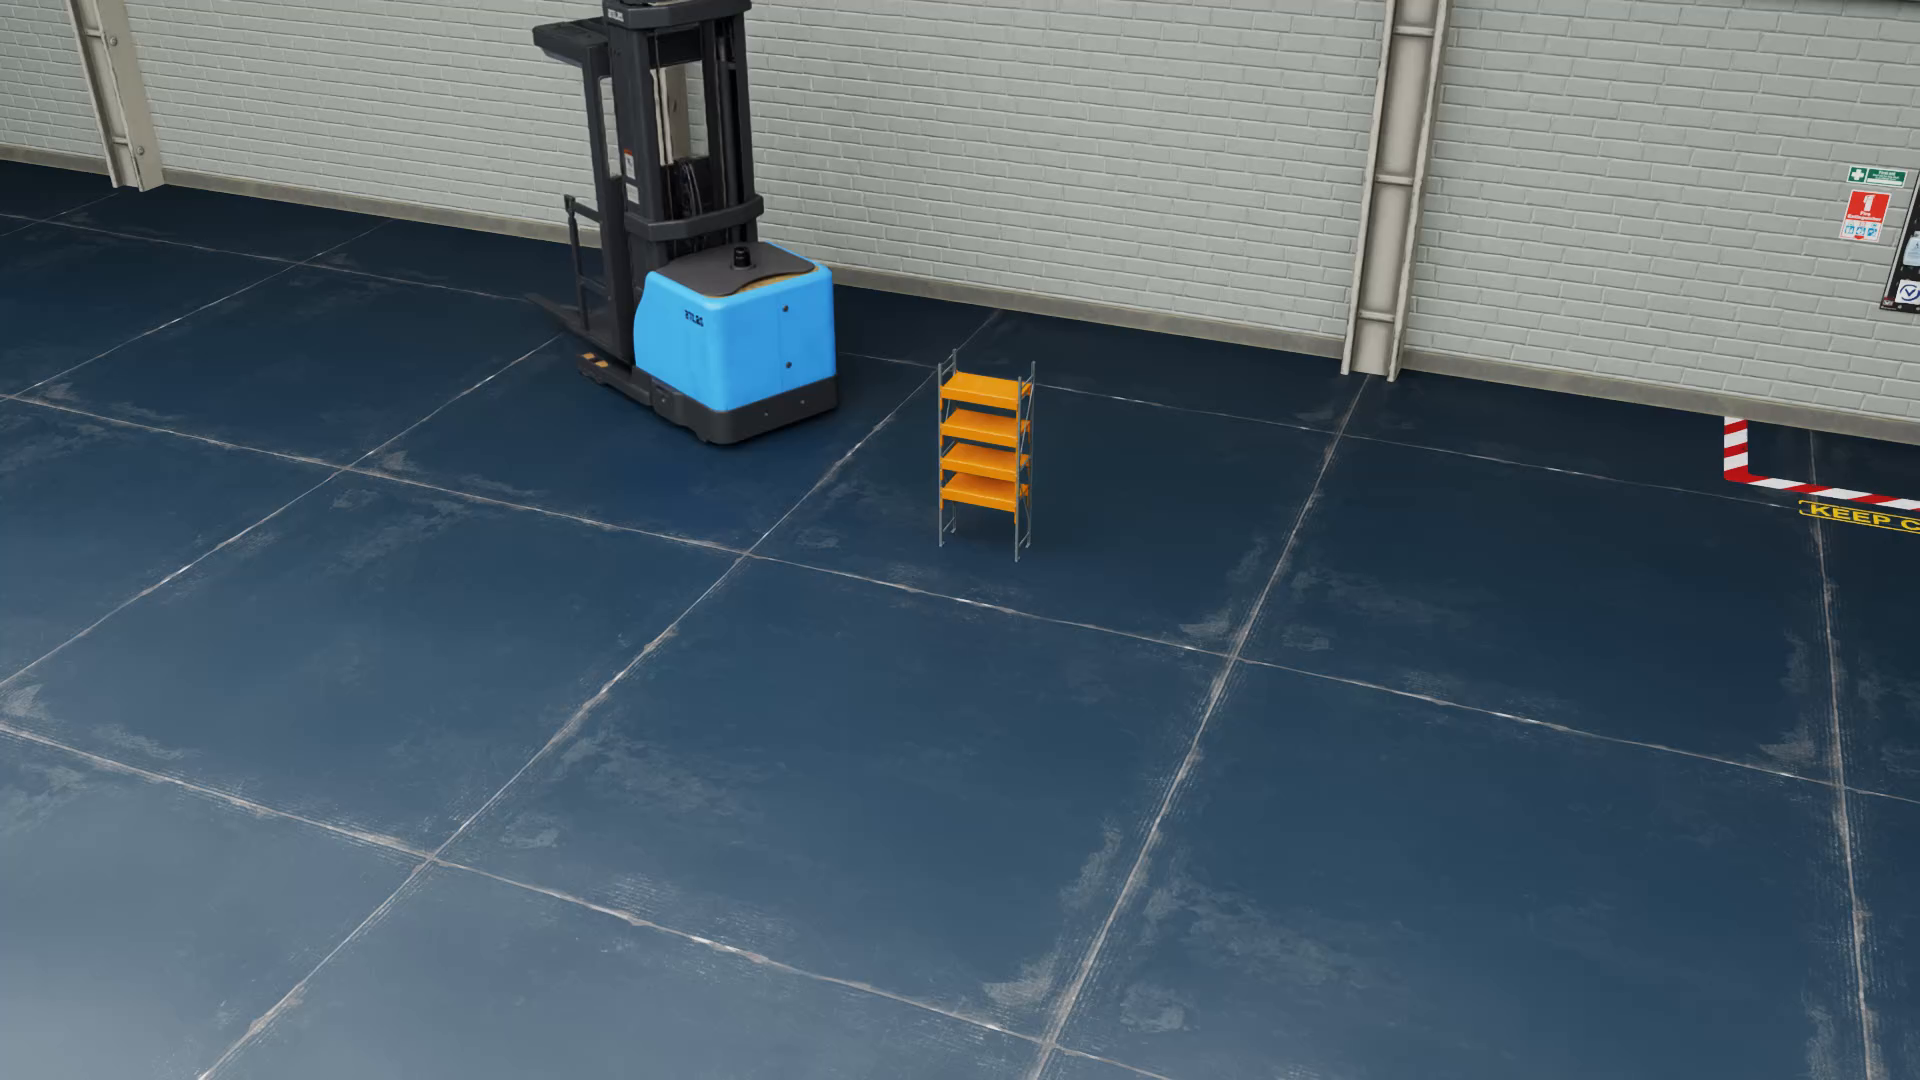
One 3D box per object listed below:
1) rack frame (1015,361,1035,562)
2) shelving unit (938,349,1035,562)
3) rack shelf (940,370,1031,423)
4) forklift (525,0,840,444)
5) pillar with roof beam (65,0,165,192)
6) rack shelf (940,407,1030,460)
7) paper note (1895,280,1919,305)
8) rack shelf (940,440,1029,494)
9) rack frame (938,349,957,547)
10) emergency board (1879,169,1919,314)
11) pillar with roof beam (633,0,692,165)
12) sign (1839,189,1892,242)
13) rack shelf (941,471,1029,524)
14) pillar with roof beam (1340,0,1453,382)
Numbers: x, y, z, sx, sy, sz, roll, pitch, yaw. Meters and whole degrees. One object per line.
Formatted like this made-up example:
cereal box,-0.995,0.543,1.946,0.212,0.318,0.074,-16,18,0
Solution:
rack frame,0.379,-0.447,9.732,0.015,1.200,0.240,11,31,19
shelving unit,0.153,-0.492,9.812,0.503,1.200,0.258,11,31,19
rack shelf,0.153,-0.834,9.619,0.480,0.148,0.258,11,31,19
forklift,-2.191,-2.564,11.719,1.130,2.935,3.031,-23,37,-35
pillar with roof beam,-9.672,-5.443,10.646,0.400,9.000,9.100,11,31,19
rack shelf,0.153,-0.628,9.735,0.480,0.148,0.258,11,31,19
paper note,6.212,-1.620,10.874,0.142,0.148,0.016,11,31,19
rack shelf,0.153,-0.433,9.845,0.480,0.148,0.258,11,31,19
rack frame,-0.073,-0.537,9.892,0.015,1.200,0.240,11,31,19
emergency board,6.349,-1.949,10.561,0.626,1.169,0.157,11,31,19
pillar with roof beam,-4.113,-4.333,8.682,0.400,9.000,9.100,11,31,19
sign,5.876,-2.104,10.799,0.234,0.329,0.001,11,31,19
rack shelf,0.153,-0.260,9.943,0.480,0.148,0.258,11,31,19
pillar with roof beam,1.447,-3.223,6.718,0.400,9.000,9.100,11,31,19
